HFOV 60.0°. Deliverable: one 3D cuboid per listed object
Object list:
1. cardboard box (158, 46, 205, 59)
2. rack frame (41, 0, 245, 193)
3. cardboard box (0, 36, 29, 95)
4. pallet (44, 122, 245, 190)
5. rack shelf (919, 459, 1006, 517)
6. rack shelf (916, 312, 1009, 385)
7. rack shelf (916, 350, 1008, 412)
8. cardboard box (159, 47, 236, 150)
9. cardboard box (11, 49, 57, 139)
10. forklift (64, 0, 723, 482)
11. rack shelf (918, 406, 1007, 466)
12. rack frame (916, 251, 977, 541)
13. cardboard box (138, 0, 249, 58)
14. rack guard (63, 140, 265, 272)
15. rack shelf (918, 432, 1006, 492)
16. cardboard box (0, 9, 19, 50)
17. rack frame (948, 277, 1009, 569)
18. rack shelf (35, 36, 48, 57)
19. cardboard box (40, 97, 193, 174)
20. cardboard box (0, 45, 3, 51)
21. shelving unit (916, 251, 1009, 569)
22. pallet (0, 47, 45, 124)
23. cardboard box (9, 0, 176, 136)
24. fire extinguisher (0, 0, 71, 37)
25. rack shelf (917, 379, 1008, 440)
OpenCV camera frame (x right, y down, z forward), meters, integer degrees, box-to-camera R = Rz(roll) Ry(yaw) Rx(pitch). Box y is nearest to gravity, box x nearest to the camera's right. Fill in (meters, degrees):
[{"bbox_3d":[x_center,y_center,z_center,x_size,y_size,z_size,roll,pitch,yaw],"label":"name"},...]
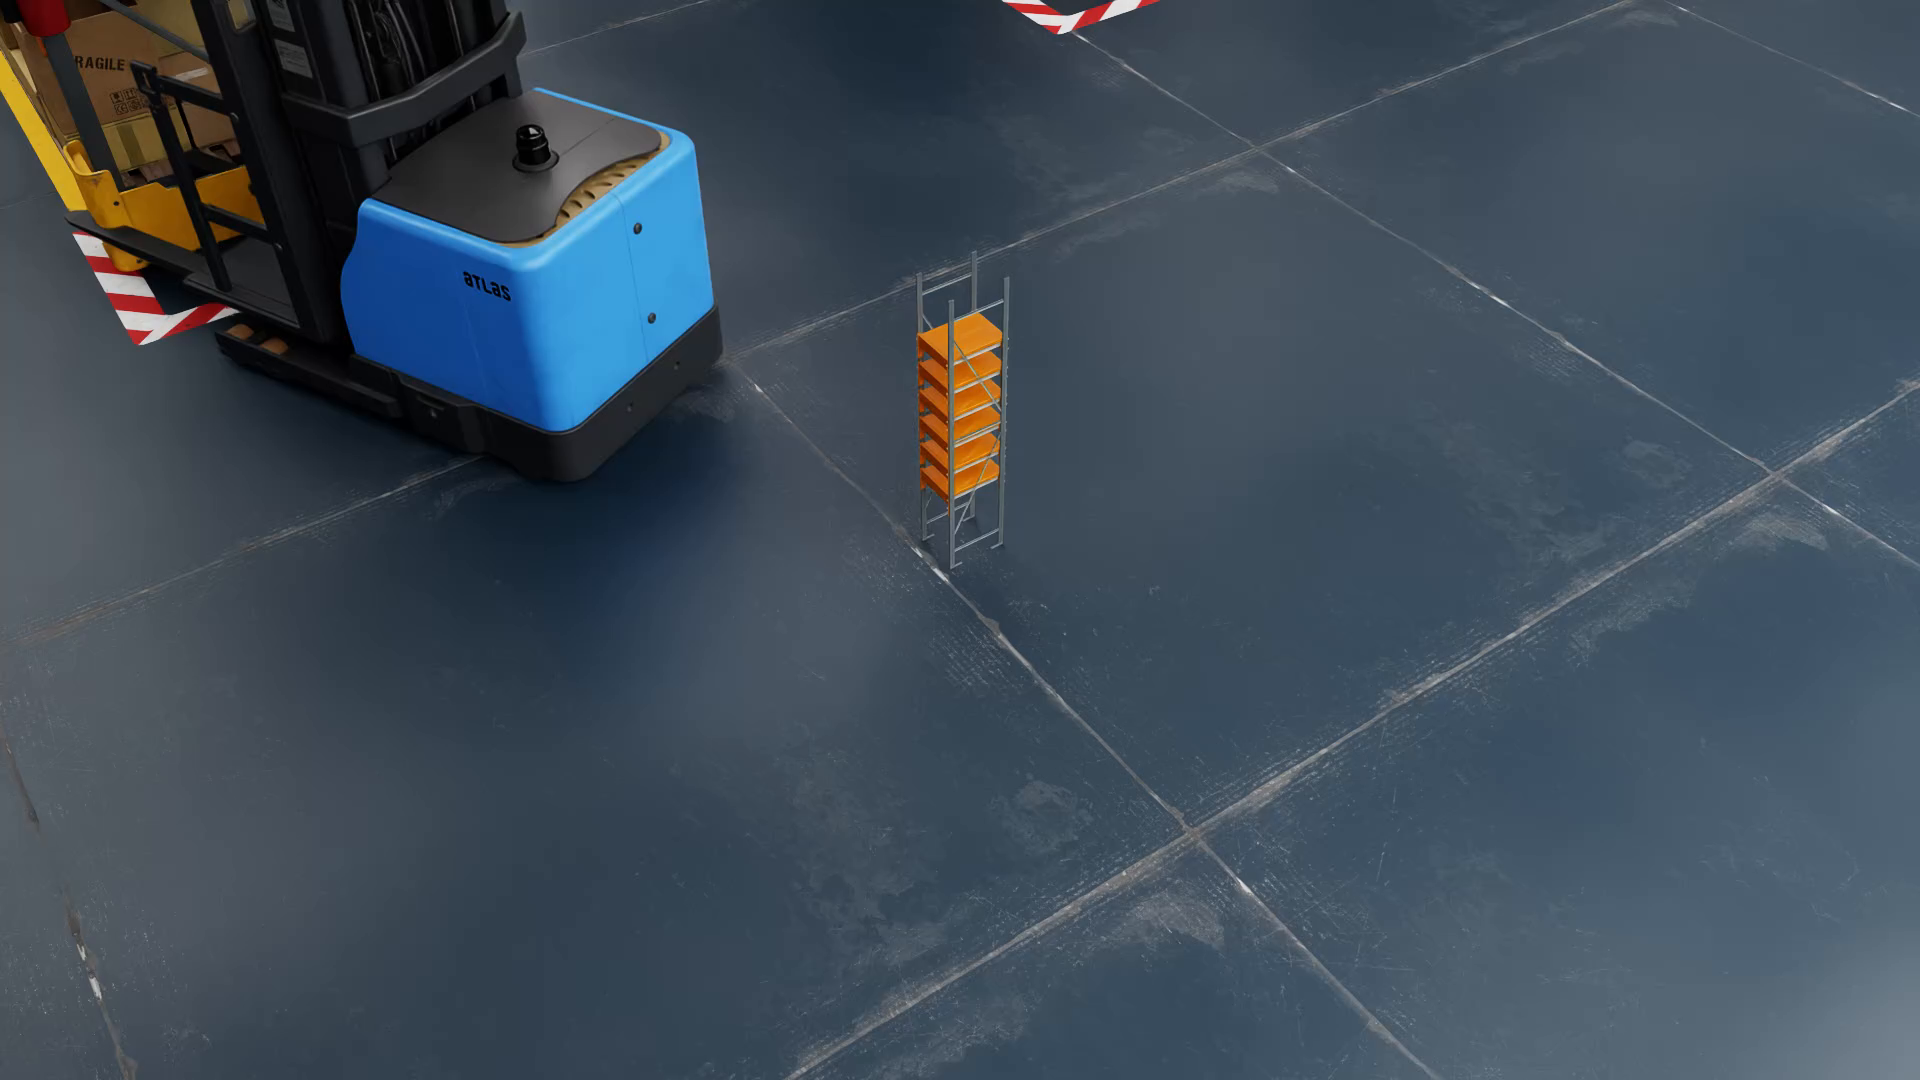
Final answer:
[{"bbox_3d":[-3.835,-2.452,8.334,0.500,0.250,0.500,-26,49,-24],"label":"cardboard box"},{"bbox_3d":[-3.421,-2.622,6.824,1.000,3.000,0.127,-26,49,-24],"label":"rack frame"},{"bbox_3d":[-4.554,-2.527,8.412,0.500,0.250,0.500,-26,49,-24],"label":"cardboard box"},{"bbox_3d":[-3.893,-2.030,8.223,1.003,0.211,1.213,-26,49,-24],"label":"pallet"},{"bbox_3d":[0.008,-0.220,6.024,0.258,0.103,0.180,-26,49,-24],"label":"rack shelf"},{"bbox_3d":[0.008,-0.654,5.609,0.258,0.103,0.180,-26,49,-24],"label":"rack shelf"},{"bbox_3d":[0.008,-0.567,5.692,0.258,0.103,0.180,-26,49,-24],"label":"rack shelf"},{"bbox_3d":[-3.545,-2.170,8.038,0.500,0.250,0.500,-26,49,-24],"label":"cardboard box"},{"bbox_3d":[-4.266,-2.244,8.116,0.500,0.250,0.500,-26,49,-24],"label":"cardboard box"},{"bbox_3d":[-2.532,-2.033,6.257,3.031,2.935,1.130,21,48,21],"label":"forklift"},{"bbox_3d":[0.008,-0.394,5.858,0.258,0.103,0.180,-26,49,-24],"label":"rack shelf"},{"bbox_3d":[-0.044,-0.478,5.881,0.240,1.200,0.006,-26,49,-24],"label":"rack frame"},{"bbox_3d":[-3.833,-2.724,8.075,0.500,0.500,0.500,-26,49,-24],"label":"cardboard box"},{"bbox_3d":[-3.407,-1.704,7.673,1.175,0.500,0.348,-26,49,-24],"label":"rack guard"},{"bbox_3d":[0.008,-0.307,5.941,0.258,0.103,0.180,-26,49,-24],"label":"rack shelf"},{"bbox_3d":[-4.556,-2.797,8.151,0.500,0.500,0.500,-26,49,-24],"label":"cardboard box"},{"bbox_3d":[0.061,-0.374,5.773,0.240,1.200,0.006,-26,49,-24],"label":"rack frame"},{"bbox_3d":[-4.565,-3.494,8.259,1.077,0.370,4.000,-26,49,-24],"label":"rack shelf"},{"bbox_3d":[-3.970,-1.966,7.824,0.500,0.250,0.500,-26,49,-24],"label":"cardboard box"},{"bbox_3d":[-4.838,-2.811,8.709,0.500,0.250,0.500,-26,49,-24],"label":"cardboard box"},{"bbox_3d":[0.008,-0.426,5.827,0.258,1.200,0.189,-26,49,-24],"label":"shelving unit"},{"bbox_3d":[-4.587,-2.720,8.946,1.003,0.211,1.213,-26,49,-24],"label":"pallet"},{"bbox_3d":[-3.972,-2.236,7.564,0.500,0.500,0.500,-26,49,-24],"label":"cardboard box"},{"bbox_3d":[-3.735,-2.343,6.588,0.296,0.674,0.183,-26,49,-24],"label":"fire extinguisher"},{"bbox_3d":[0.008,-0.480,5.775,0.258,0.103,0.180,-26,49,-24],"label":"rack shelf"}]
